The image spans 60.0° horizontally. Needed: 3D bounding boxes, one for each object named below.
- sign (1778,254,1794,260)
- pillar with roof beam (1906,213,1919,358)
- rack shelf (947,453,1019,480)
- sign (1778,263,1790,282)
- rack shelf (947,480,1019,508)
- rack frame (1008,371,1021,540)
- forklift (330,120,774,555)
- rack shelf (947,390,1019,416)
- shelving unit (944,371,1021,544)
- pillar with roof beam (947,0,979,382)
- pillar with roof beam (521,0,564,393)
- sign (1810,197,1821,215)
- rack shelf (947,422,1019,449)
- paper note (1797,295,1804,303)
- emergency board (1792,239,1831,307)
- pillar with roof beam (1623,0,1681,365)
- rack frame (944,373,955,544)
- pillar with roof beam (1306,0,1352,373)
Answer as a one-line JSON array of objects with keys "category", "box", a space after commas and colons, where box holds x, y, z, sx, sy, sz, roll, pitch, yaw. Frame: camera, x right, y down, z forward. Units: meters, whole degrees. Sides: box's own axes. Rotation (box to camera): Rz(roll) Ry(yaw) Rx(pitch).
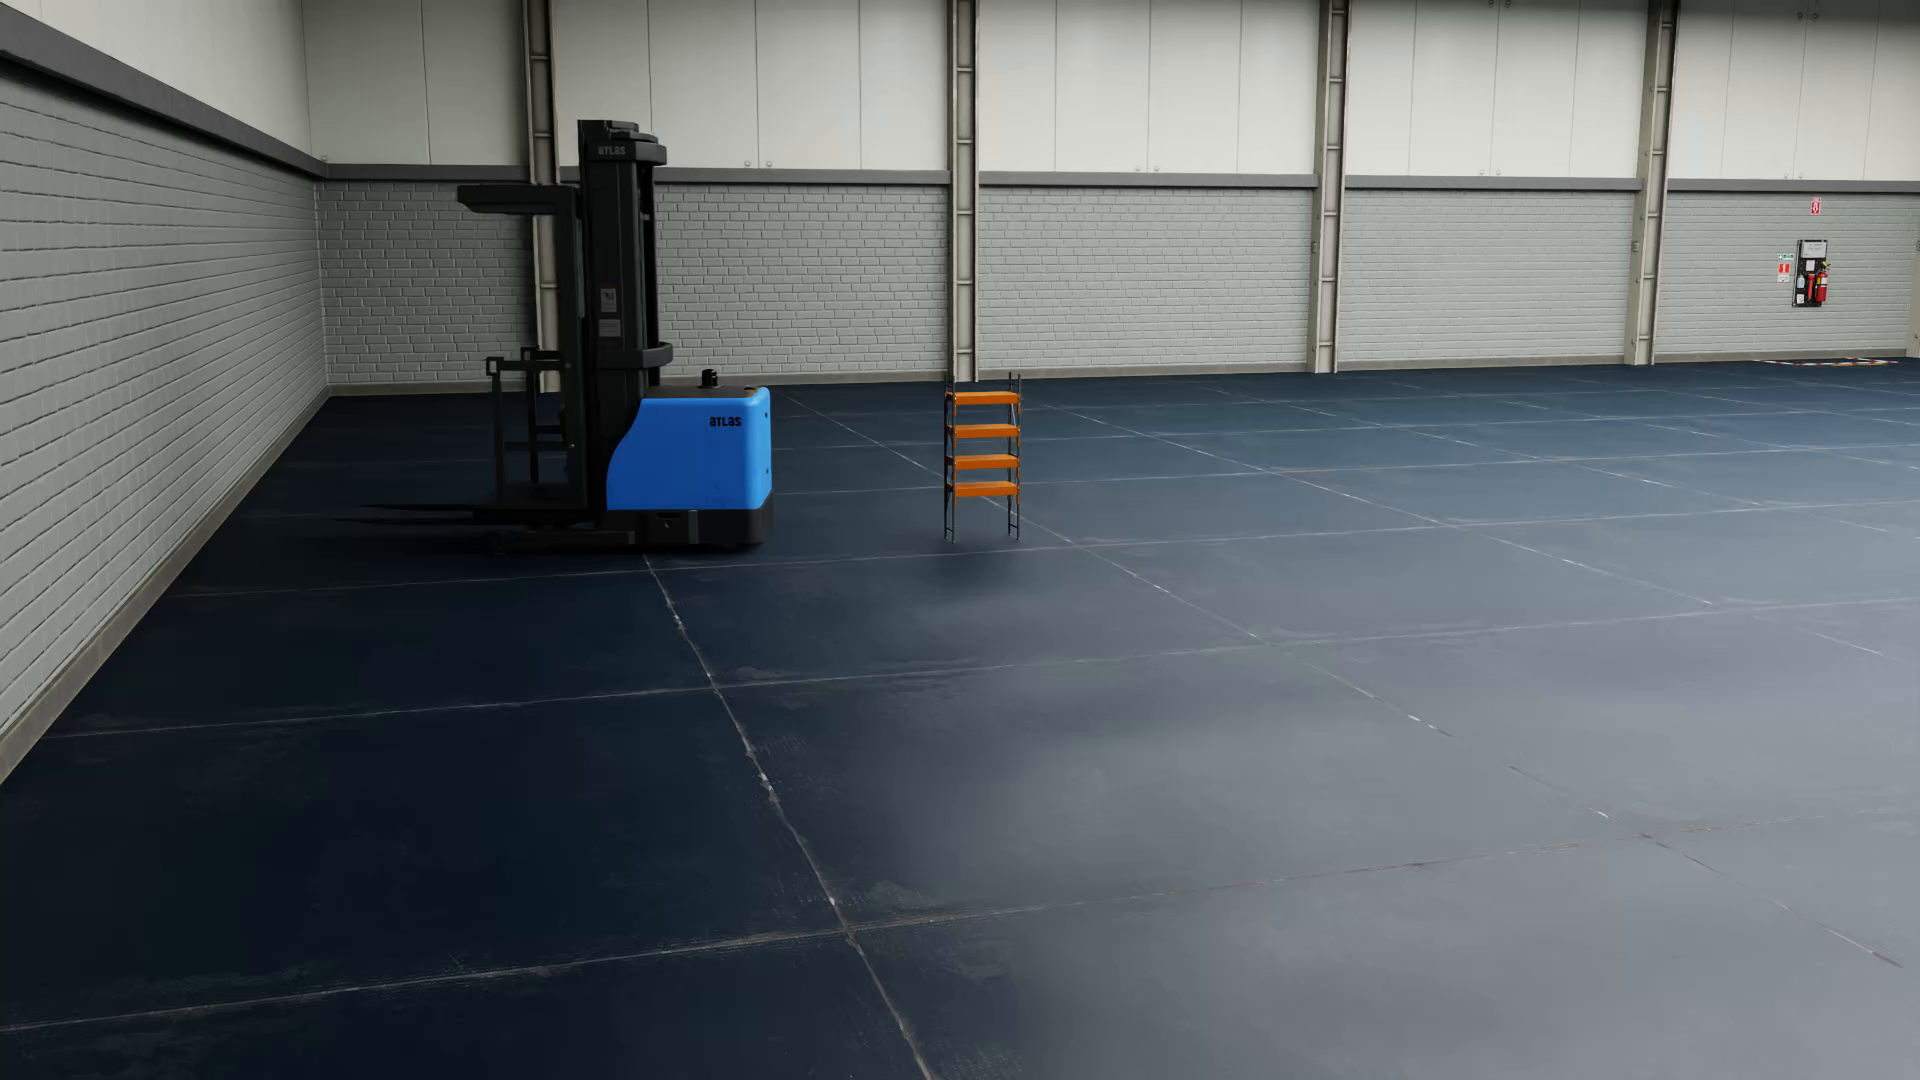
[{"category": "sign", "box": [14.392, -4.930, 28.978, 0.331, 0.109, 0.001, -3, 11, -16]}, {"category": "pillar with roof beam", "box": [18.531, -6.983, 25.126, 0.400, 9.000, 9.100, -3, 11, -16]}, {"category": "rack shelf", "box": [0.159, -0.532, 11.996, 0.480, 0.148, 0.258, -3, 11, -16]}, {"category": "sign", "box": [14.385, -4.670, 29.033, 0.234, 0.329, 0.001, -3, 11, -16]}, {"category": "rack shelf", "box": [0.159, -0.337, 12.031, 0.480, 0.148, 0.258, -3, 11, -16]}, {"category": "rack frame", "box": [0.393, -0.611, 12.050, 0.015, 1.200, 0.240, -3, 11, -16]}, {"category": "forklift", "box": [-2.897, -1.435, 11.744, 3.031, 2.935, 1.130, 0, 10, -1]}, {"category": "rack shelf", "box": [0.159, -0.985, 11.912, 0.480, 0.148, 0.258, -3, 11, -16]}, {"category": "shelving unit", "box": [0.159, -0.598, 11.983, 0.503, 1.200, 0.258, -3, 11, -16]}, {"category": "pillar with roof beam", "box": [1.249, -6.073, 20.178, 0.400, 9.000, 9.100, -3, 11, -16]}, {"category": "pillar with roof beam", "box": [-4.512, -5.769, 18.528, 0.400, 9.000, 9.100, -3, 11, -16]}, {"category": "sign", "box": [14.909, -5.820, 28.973, 0.199, 0.298, 0.001, -3, 11, -16]}, {"category": "rack shelf", "box": [0.159, -0.752, 11.955, 0.480, 0.148, 0.258, -3, 11, -16]}, {"category": "paper note", "box": [14.755, -4.233, 29.187, 0.142, 0.148, 0.016, -3, 11, -16]}, {"category": "emergency board", "box": [14.945, -4.663, 29.091, 0.643, 1.169, 0.194, -3, 11, -16]}, {"category": "pillar with roof beam", "box": [12.770, -6.680, 23.476, 0.400, 9.000, 9.100, -3, 11, -16]}, {"category": "rack frame", "box": [-0.075, -0.586, 11.916, 0.015, 1.200, 0.240, -3, 11, -16]}, {"category": "pillar with roof beam", "box": [7.009, -6.376, 21.827, 0.400, 9.000, 9.100, -3, 11, -16]}]
